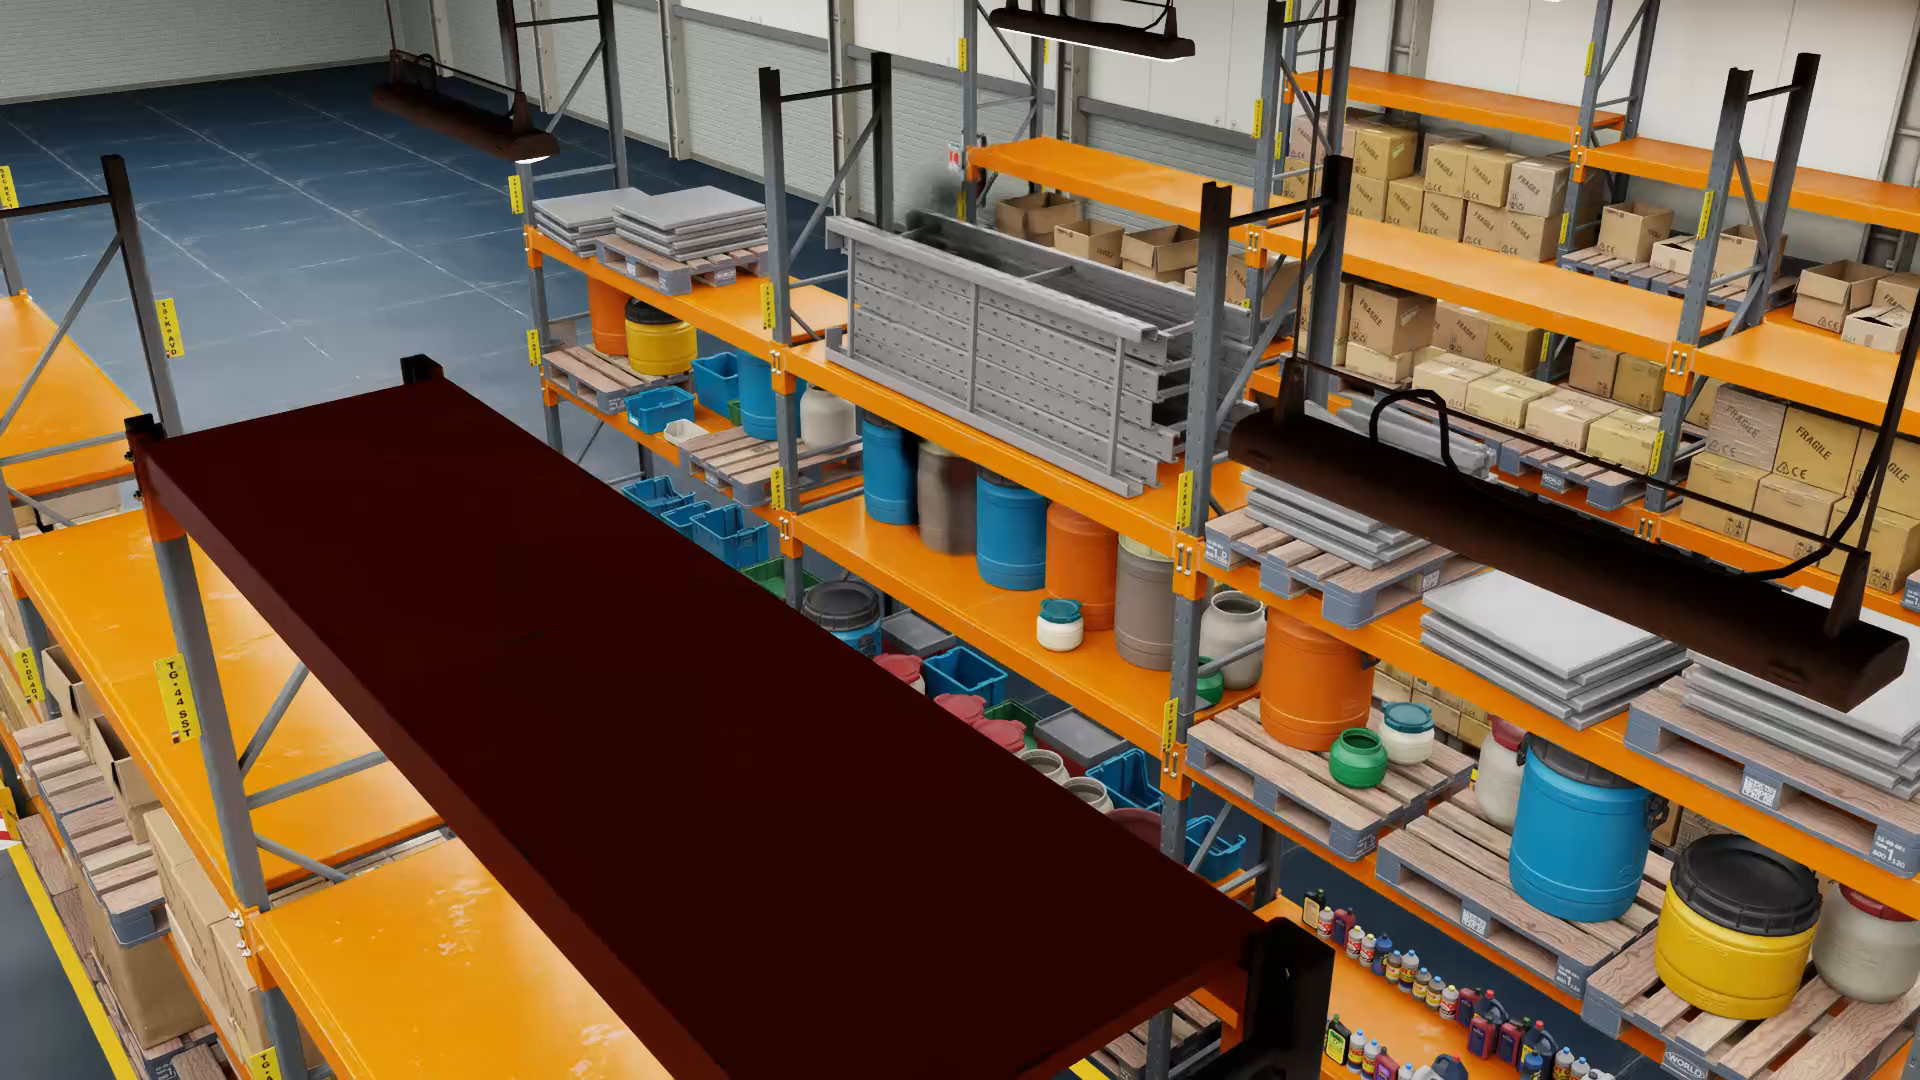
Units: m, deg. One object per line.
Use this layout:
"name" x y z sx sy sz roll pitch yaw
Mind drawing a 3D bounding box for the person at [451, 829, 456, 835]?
"person" -3.440 1.986 12.027 0.617 1.565 0.717 -21 33 -36
